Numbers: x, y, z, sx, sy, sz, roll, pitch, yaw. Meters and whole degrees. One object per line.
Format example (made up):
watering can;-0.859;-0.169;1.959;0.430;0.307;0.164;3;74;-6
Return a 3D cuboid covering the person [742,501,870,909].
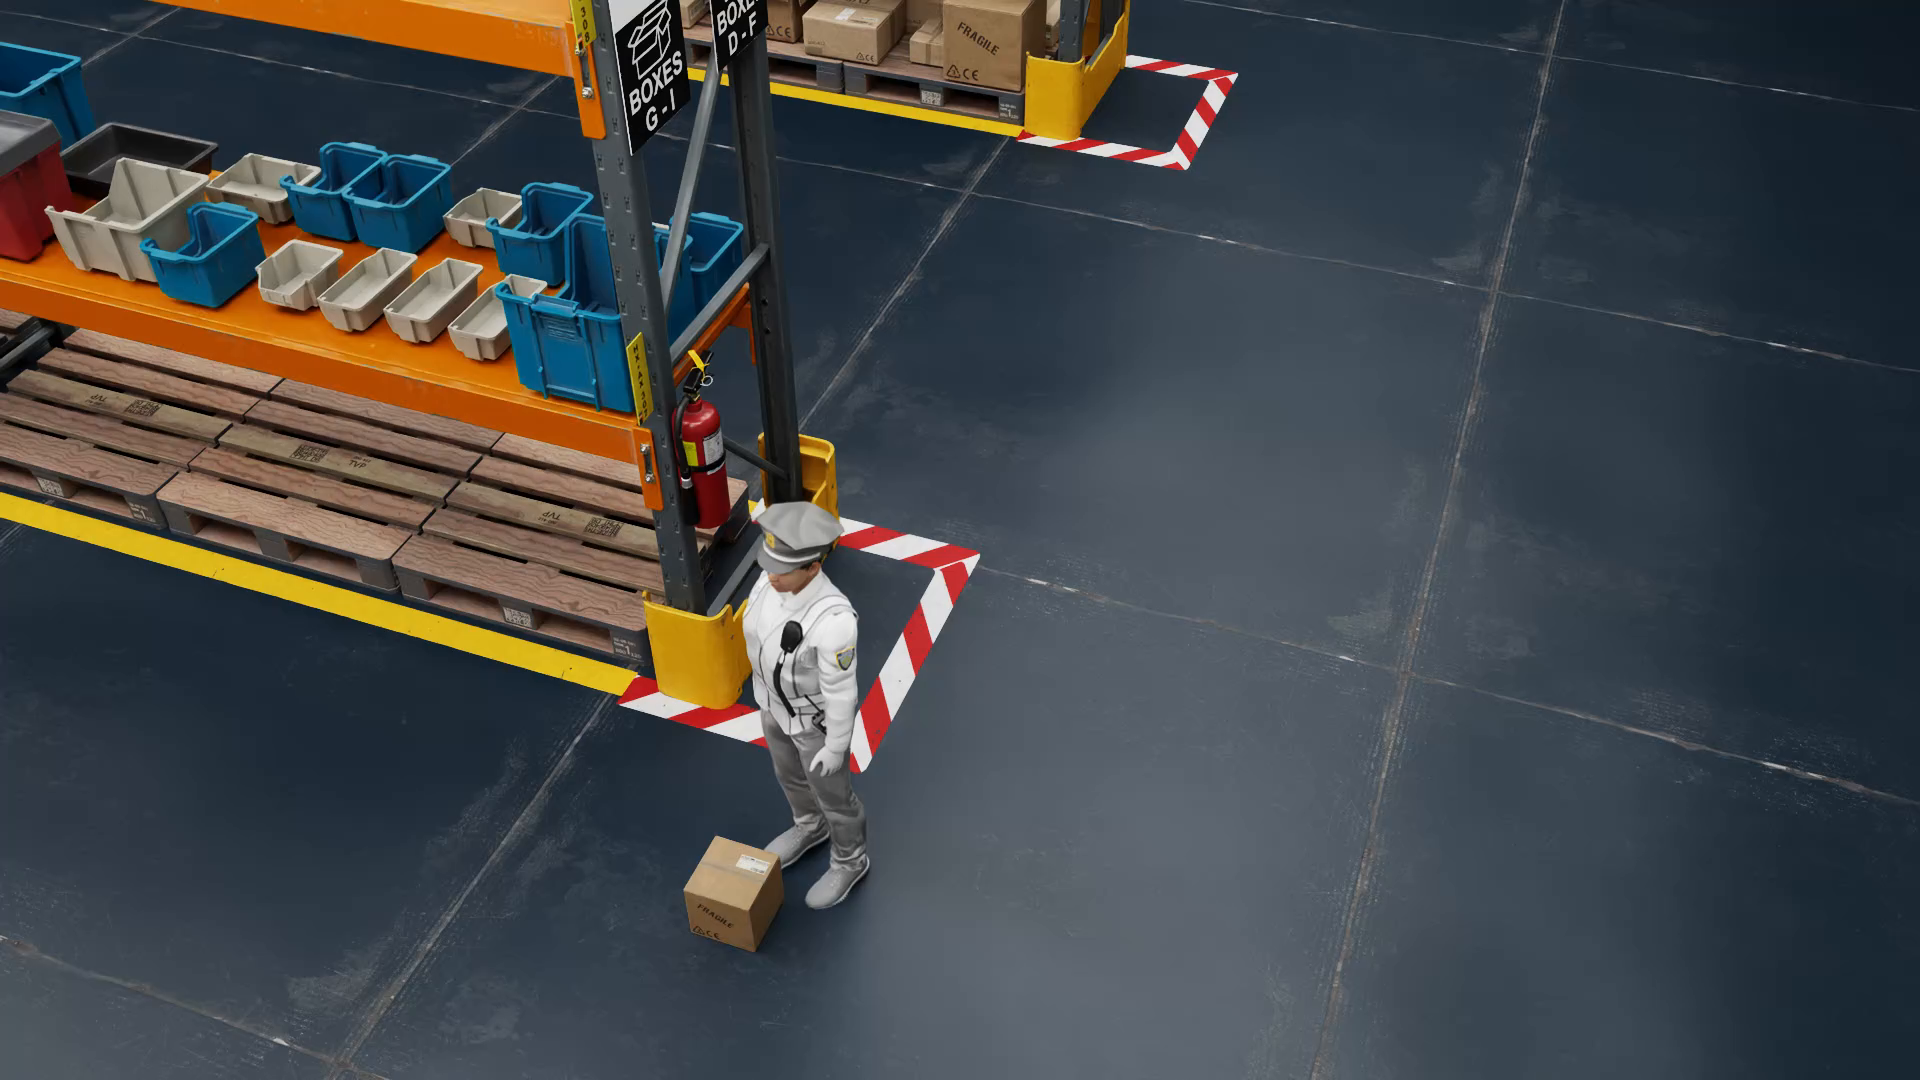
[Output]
person;-0.514;0.574;5.517;0.335;1.698;0.471;-27;49;-27
